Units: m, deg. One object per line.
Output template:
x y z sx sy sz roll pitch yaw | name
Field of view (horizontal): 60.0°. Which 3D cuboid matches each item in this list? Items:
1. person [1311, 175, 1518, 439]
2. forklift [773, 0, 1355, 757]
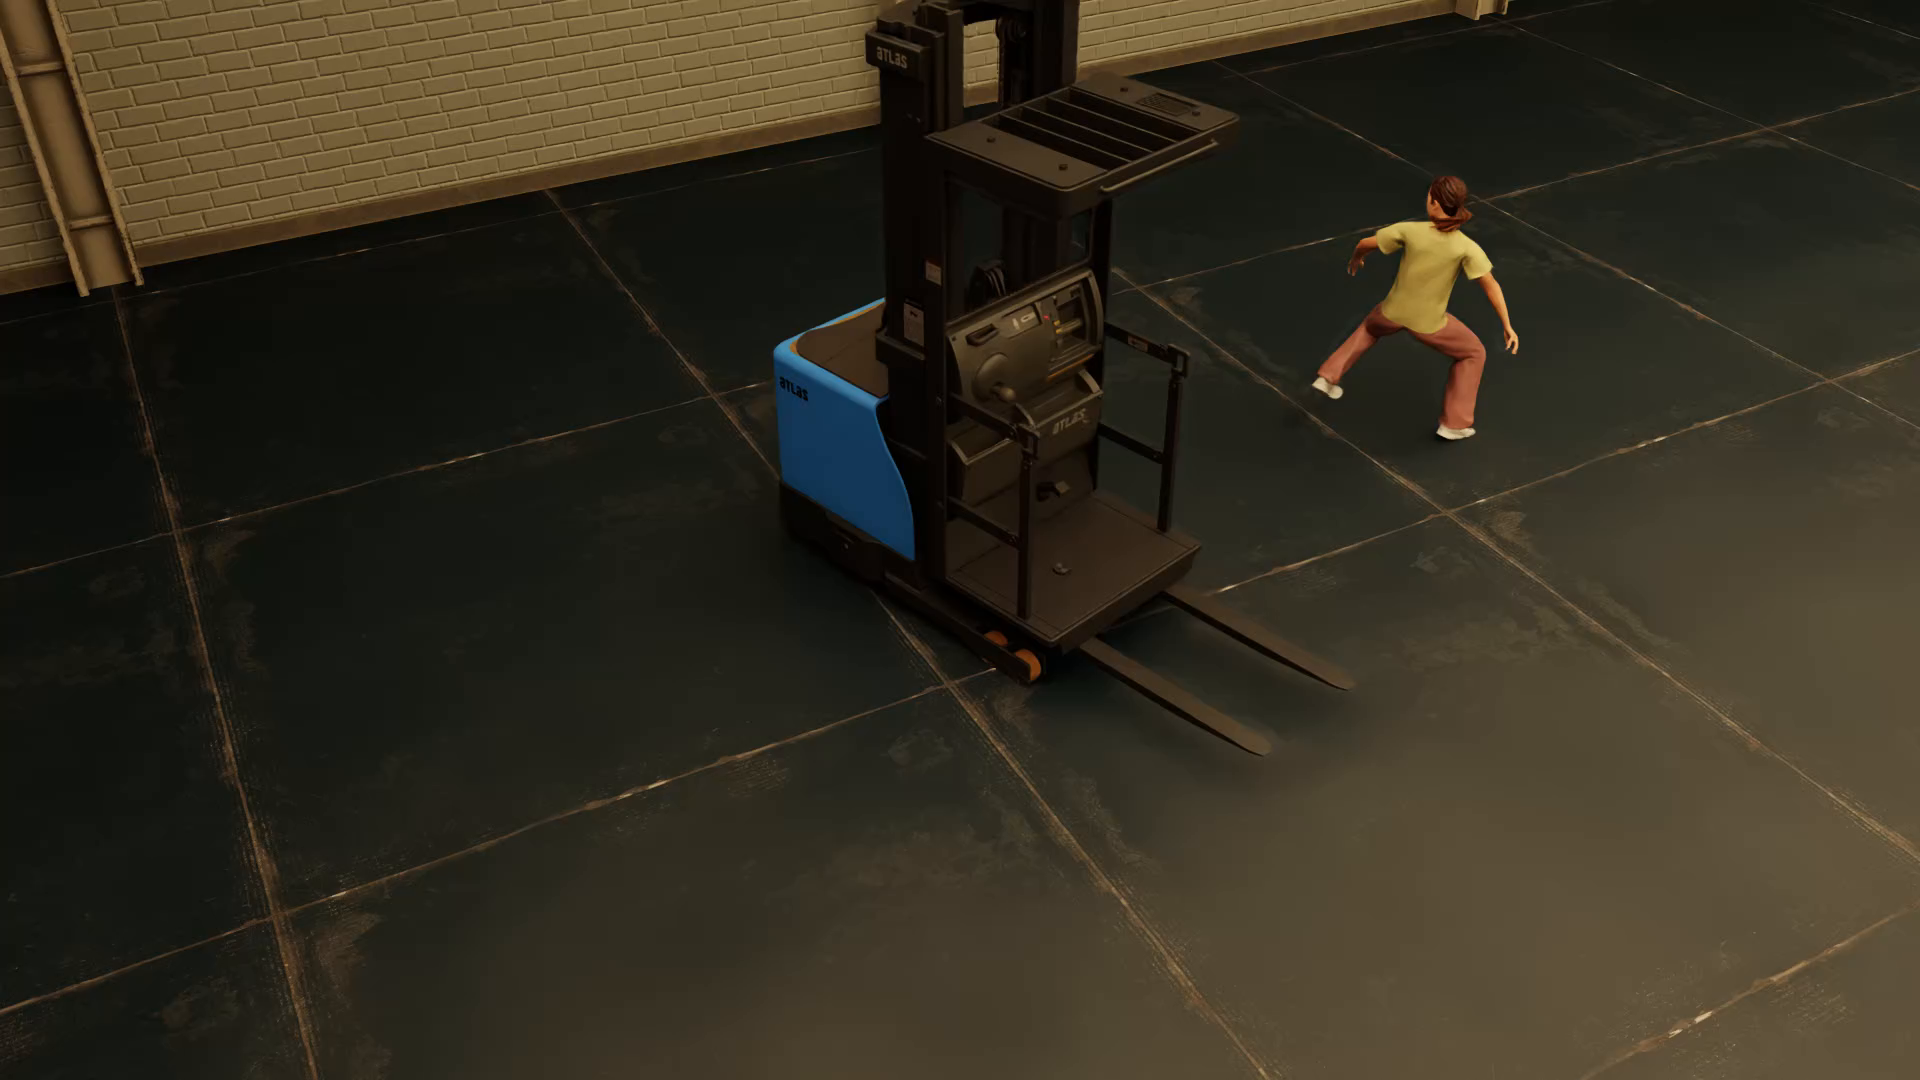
2.572 -1.245 9.159 1.073 1.567 0.508 21 40 27 | person
0.455 -0.863 7.344 1.130 2.935 3.031 -30 45 -35 | forklift
